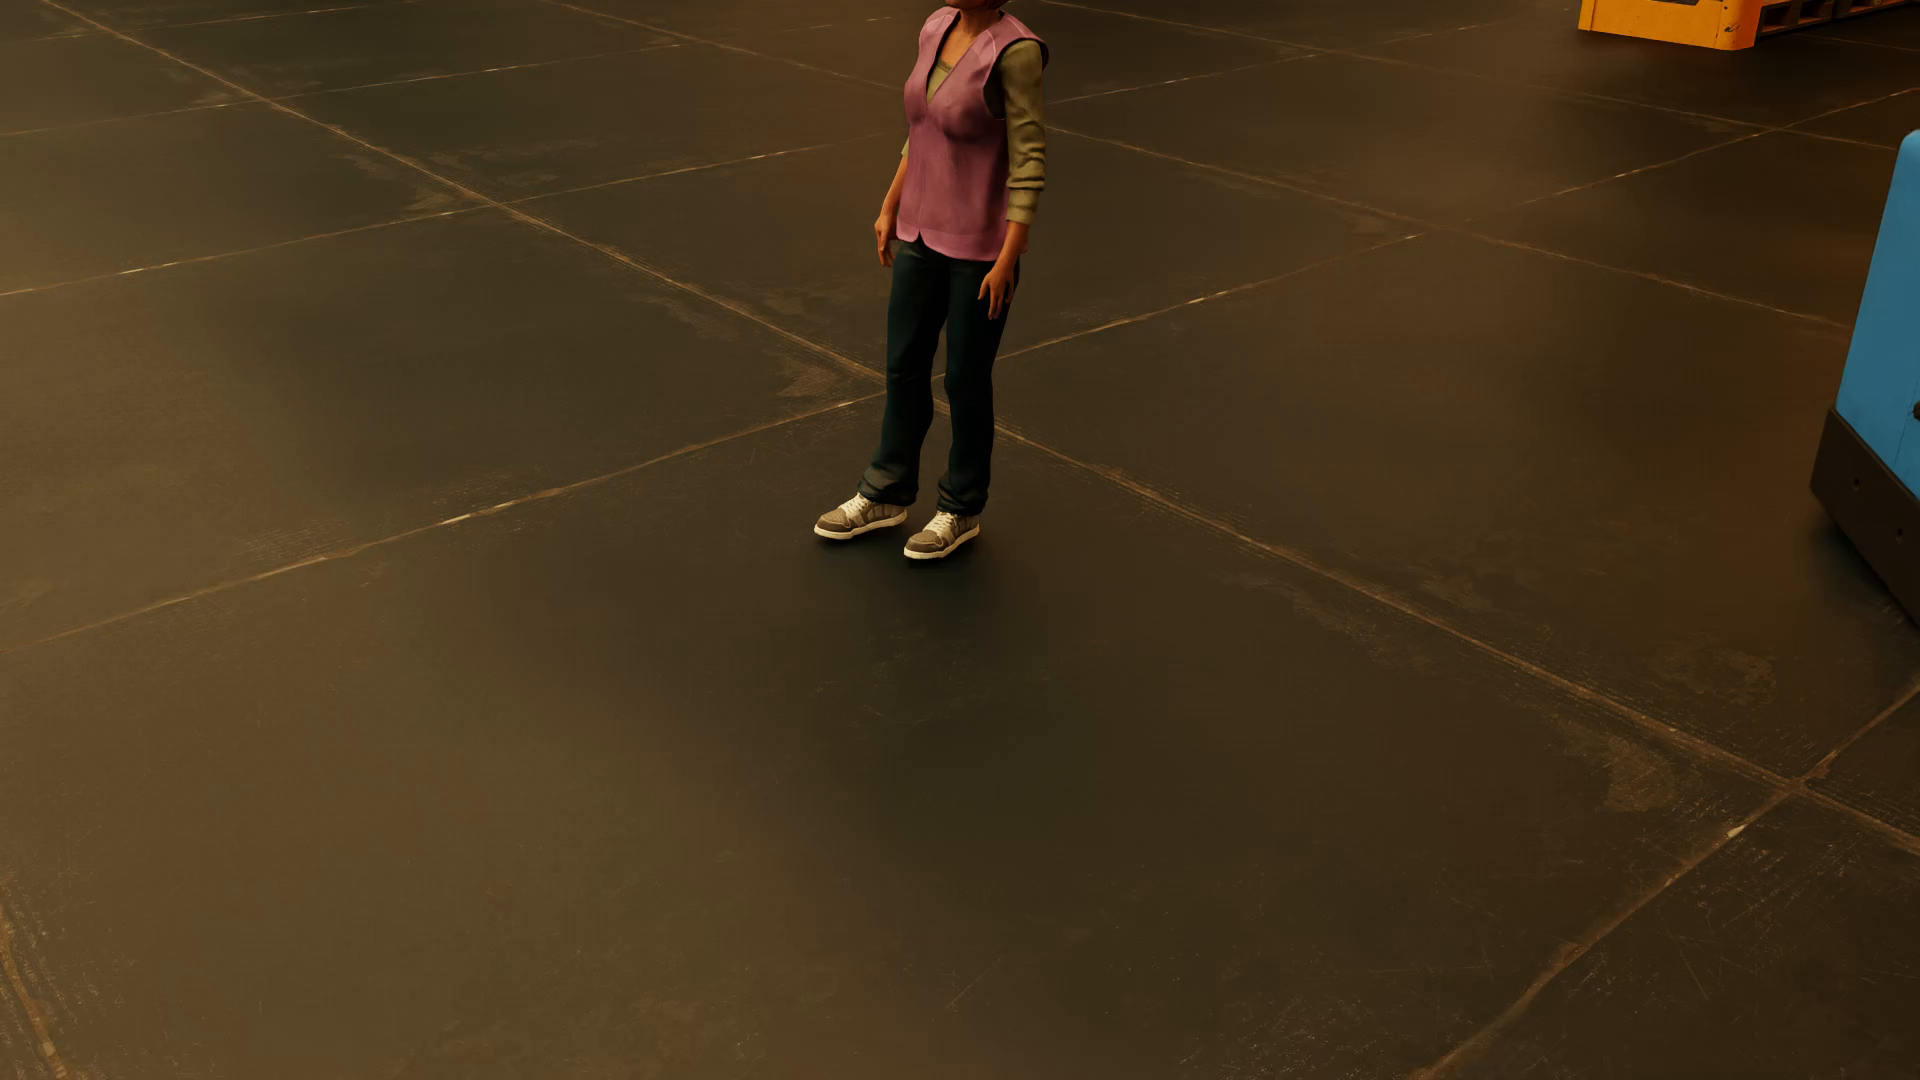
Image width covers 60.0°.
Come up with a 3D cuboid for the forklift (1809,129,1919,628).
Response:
[{"bbox_3d":[3.811,-1.115,3.451,3.031,2.935,1.130,3,27,7],"label":"forklift"}]

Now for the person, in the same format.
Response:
[{"bbox_3d":[-0.066,-0.700,4.113,0.475,1.583,0.519,-20,33,-35],"label":"person"}]
